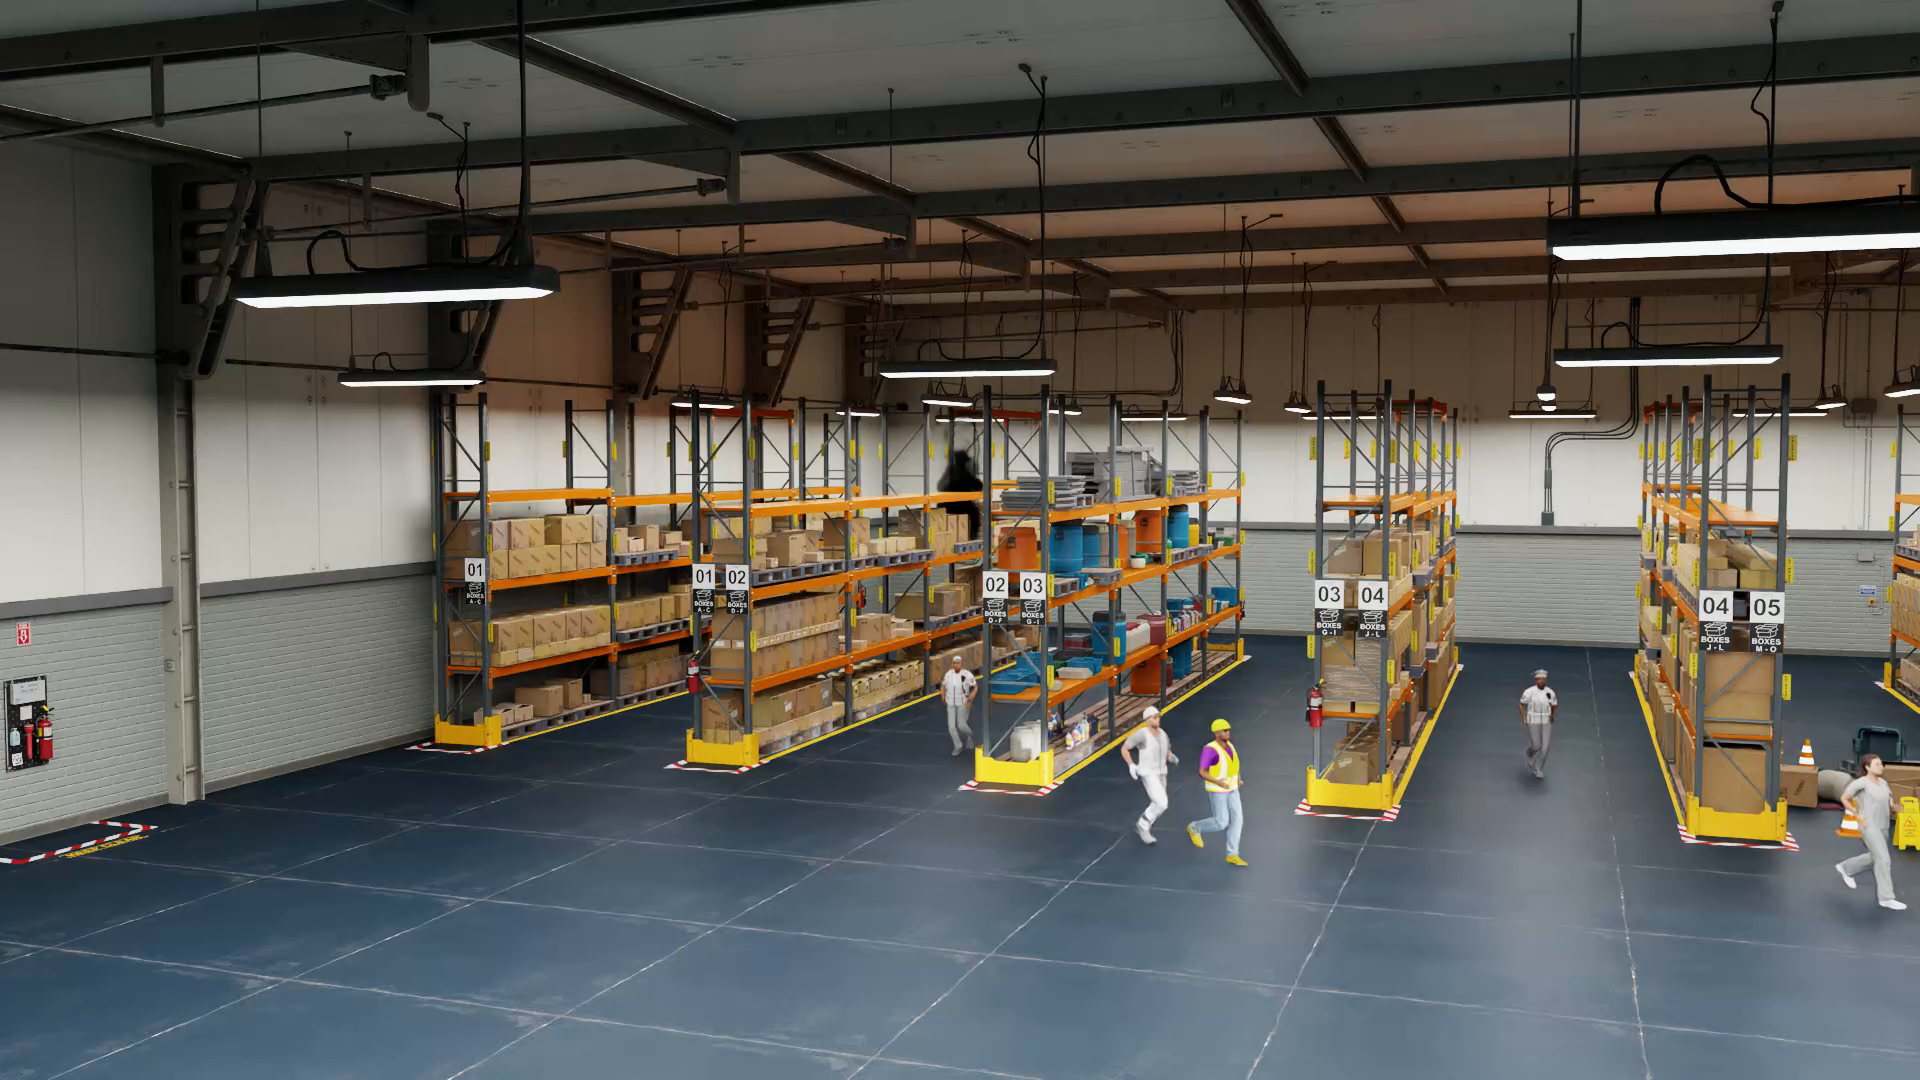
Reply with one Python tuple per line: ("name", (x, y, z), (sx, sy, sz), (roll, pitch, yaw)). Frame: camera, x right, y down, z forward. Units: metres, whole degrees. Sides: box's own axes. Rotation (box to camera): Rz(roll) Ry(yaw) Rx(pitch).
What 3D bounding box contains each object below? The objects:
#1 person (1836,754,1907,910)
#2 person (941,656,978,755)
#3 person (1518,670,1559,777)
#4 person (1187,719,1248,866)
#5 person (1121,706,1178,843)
("person", (10.084, 3.183, 18.410), (0.575, 1.645, 0.918), (-1, 3, -23))
("person", (-0.040, 2.728, 27.543), (0.619, 1.635, 0.528), (1, 3, 21))
("person", (8.919, 2.817, 25.597), (0.578, 1.658, 0.557), (0, 3, 7))
("person", (3.173, 3.058, 20.312), (0.699, 1.758, 0.850), (-3, 4, -43))
("person", (2.475, 2.987, 21.063), (0.653, 1.746, 0.640), (-3, 4, -41))
